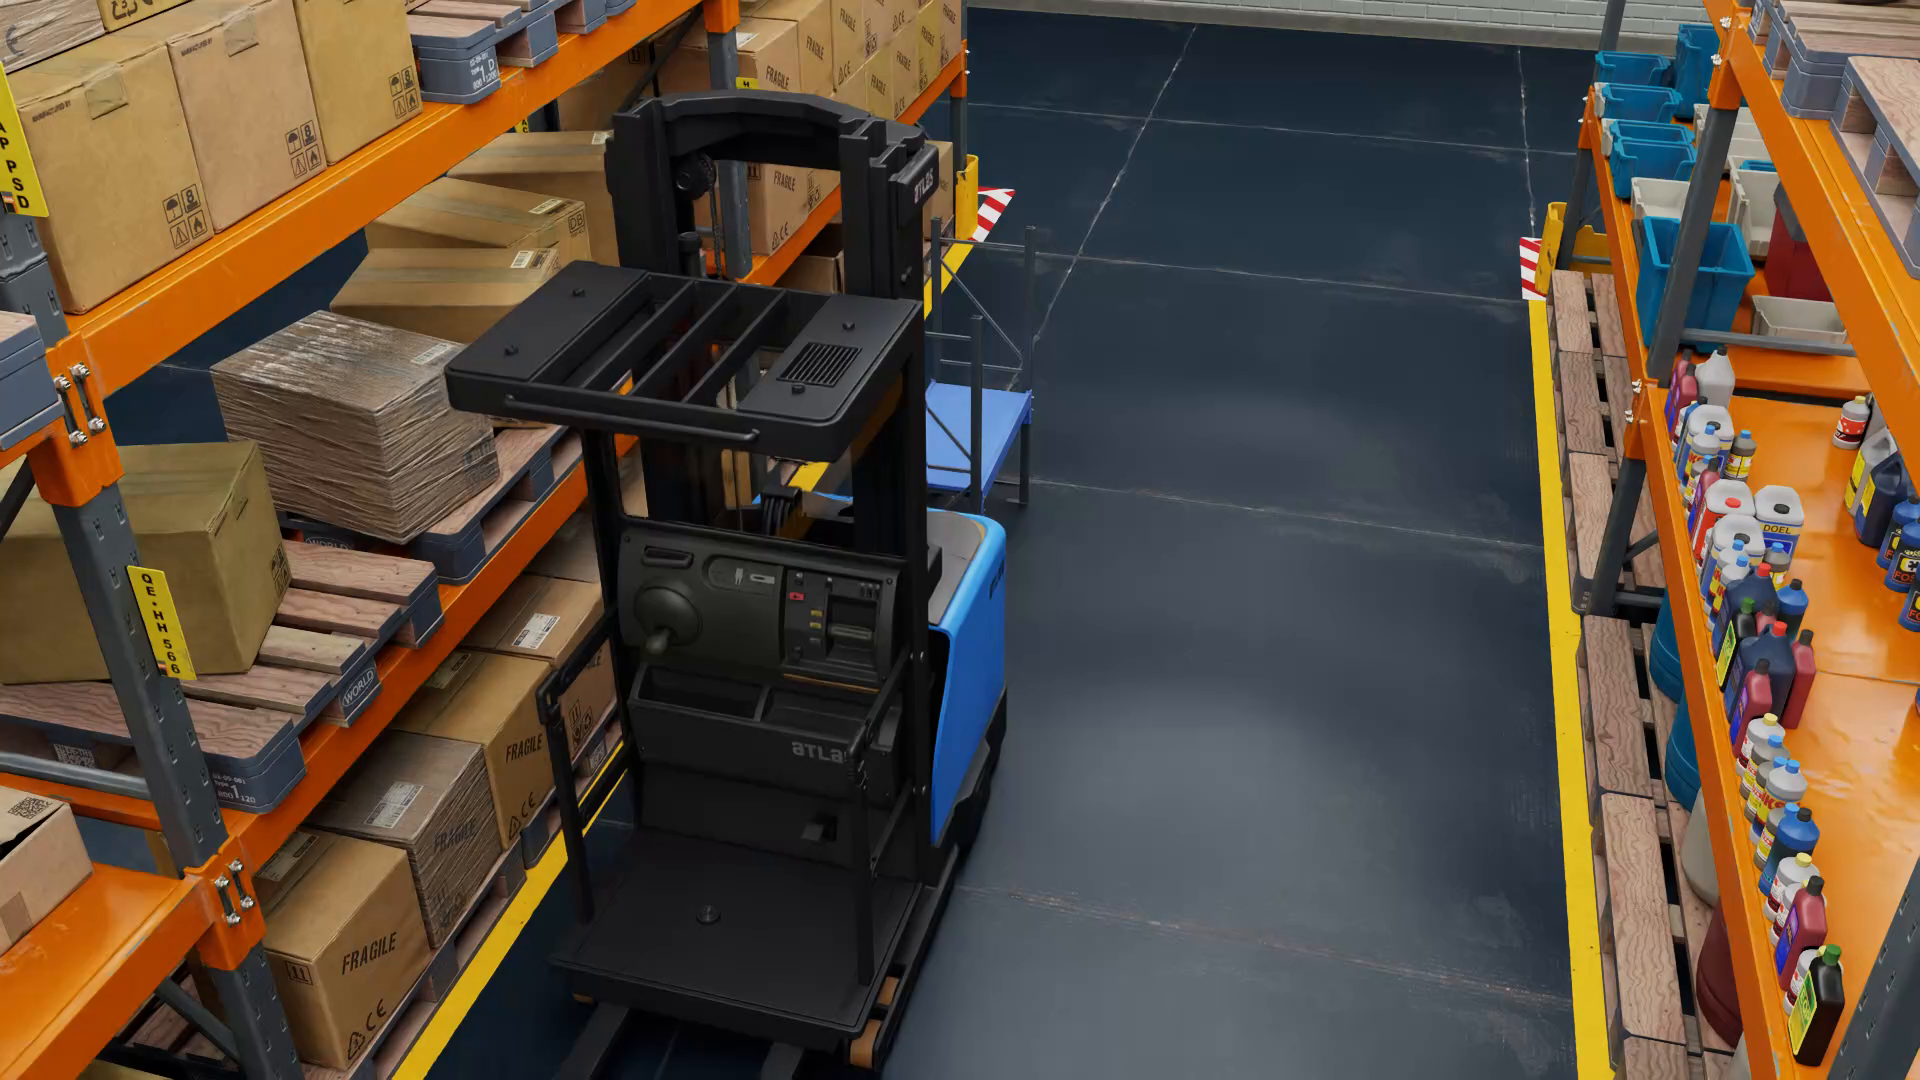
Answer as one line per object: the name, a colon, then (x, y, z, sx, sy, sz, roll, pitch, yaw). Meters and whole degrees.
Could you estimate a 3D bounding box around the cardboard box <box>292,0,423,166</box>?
cardboard box: (-2.142, -1.453, 4.850, 0.910, 0.500, 0.500, 8, 33, 12)

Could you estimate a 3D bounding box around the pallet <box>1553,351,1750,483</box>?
pallet: (3.781, -0.624, 9.035, 1.003, 0.211, 1.213, 8, 33, 12)

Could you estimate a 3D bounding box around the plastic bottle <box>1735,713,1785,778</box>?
plastic bottle: (2.278, 0.582, 4.724, 0.097, 0.201, 0.097, 0, 32, 0)

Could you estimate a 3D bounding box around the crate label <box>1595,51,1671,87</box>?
crate label: (3.958, -2.726, 9.842, 0.416, 0.233, 0.303, 8, 33, 12)

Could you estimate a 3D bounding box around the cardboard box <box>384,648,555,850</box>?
cardboard box: (-1.830, 0.761, 6.178, 0.500, 0.500, 0.500, 8, 33, 12)

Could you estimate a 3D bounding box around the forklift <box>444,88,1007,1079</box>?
forklift: (-0.704, 0.273, 5.088, 1.130, 2.935, 3.031, 9, 33, 13)

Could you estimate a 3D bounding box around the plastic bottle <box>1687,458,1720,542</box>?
plastic bottle: (2.593, -0.136, 5.777, 0.061, 0.283, 0.133, 8, 33, 12)

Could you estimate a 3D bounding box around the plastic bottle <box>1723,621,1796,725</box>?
plastic bottle: (2.370, 0.380, 4.903, 0.144, 0.351, 0.185, 8, 33, 12)

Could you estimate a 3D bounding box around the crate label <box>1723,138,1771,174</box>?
crate label: (4.173, -2.024, 8.828, 0.396, 0.136, 0.243, 8, 33, 12)

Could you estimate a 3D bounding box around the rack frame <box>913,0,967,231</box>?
rack frame: (-0.451, -3.531, 11.008, 1.000, 3.000, 0.127, 8, 33, 12)

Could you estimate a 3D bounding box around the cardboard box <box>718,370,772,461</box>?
cardboard box: (-1.150, -0.694, 8.643, 0.500, 0.311, 0.500, 8, 33, 12)

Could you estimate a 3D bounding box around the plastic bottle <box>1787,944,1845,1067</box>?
plastic bottle: (1.999, 1.078, 3.867, 0.061, 0.283, 0.133, 8, 33, 12)

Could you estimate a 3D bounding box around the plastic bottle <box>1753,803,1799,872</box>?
plastic bottle: (2.179, 0.784, 4.406, 0.097, 0.201, 0.097, 0, 32, 0)

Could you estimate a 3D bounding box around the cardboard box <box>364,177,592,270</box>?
cardboard box: (-1.916, -1.094, 6.690, 0.700, 0.500, 0.500, 13, 35, 20)

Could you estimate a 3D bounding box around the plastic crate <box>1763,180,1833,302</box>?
plastic crate: (3.793, -1.260, 7.321, 0.402, 0.464, 0.583, 8, 33, 12)

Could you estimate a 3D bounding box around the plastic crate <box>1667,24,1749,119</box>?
plastic crate: (4.435, -2.695, 9.605, 0.616, 0.435, 0.499, 8, 33, 12)

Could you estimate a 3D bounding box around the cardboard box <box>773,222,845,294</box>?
cardboard box: (-0.994, -1.563, 9.829, 0.797, 0.503, 0.637, 8, 33, 12)

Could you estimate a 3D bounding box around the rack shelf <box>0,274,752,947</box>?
rack shelf: (-1.974, -0.114, 6.303, 1.077, 0.370, 4.000, 8, 33, 12)

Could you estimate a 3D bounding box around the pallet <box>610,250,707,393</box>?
pallet: (-1.774, -0.974, 7.165, 1.003, 0.211, 1.213, 8, 33, 12)

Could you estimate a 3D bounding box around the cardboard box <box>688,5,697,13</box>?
cardboard box: (-1.461, -2.483, 8.335, 0.500, 0.500, 0.500, 7, 33, 11)

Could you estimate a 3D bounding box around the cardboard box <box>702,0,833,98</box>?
cardboard box: (-0.944, -2.393, 8.193, 0.500, 0.500, 0.500, 7, 33, 11)

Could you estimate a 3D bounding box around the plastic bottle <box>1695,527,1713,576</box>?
plastic bottle: (2.547, 0.030, 5.591, 0.097, 0.201, 0.097, 0, 32, 0)

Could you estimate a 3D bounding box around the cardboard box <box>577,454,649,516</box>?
cardboard box: (-1.448, -0.035, 7.430, 0.500, 0.500, 0.500, 8, 33, 13)

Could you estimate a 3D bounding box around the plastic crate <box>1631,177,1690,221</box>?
plastic crate: (3.475, -1.637, 8.219, 0.293, 0.136, 0.466, 8, 33, 12)

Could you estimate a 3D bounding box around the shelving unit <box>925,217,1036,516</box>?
shelving unit: (-0.022, -0.589, 7.778, 0.538, 1.500, 1.048, 8, 33, 12)

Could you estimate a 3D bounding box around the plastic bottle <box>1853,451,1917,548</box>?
plastic bottle: (3.221, -0.160, 5.752, 0.144, 0.351, 0.185, 8, 33, 12)

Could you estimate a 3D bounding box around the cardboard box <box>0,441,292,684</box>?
cardboard box: (-2.430, 0.059, 4.876, 0.700, 0.500, 0.500, -3, 33, -4)

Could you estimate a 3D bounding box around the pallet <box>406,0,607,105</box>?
pallet: (-1.960, -1.774, 5.624, 1.213, 0.211, 1.003, 8, 33, 12)

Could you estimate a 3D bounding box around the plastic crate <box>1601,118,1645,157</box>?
plastic crate: (3.625, -2.178, 9.070, 0.250, 0.136, 0.298, 8, 33, 12)

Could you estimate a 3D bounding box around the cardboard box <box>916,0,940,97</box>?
cardboard box: (-0.430, -3.034, 10.133, 0.500, 0.500, 0.500, 8, 33, 13)

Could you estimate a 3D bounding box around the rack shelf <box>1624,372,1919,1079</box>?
rack shelf: (2.817, 0.563, 5.239, 1.077, 0.370, 4.000, 8, 33, 12)

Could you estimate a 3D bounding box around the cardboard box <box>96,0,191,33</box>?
cardboard box: (-2.235, -1.600, 4.149, 0.500, 0.500, 0.500, 8, 33, 12)

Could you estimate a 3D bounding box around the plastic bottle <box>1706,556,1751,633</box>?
plastic bottle: (2.464, 0.172, 5.304, 0.097, 0.271, 0.097, 0, 32, 0)

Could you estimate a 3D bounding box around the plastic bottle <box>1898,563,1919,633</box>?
plastic bottle: (3.098, 0.158, 5.325, 0.097, 0.271, 0.097, 0, 32, 0)

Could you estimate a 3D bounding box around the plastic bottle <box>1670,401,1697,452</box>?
plastic bottle: (2.773, -0.431, 6.317, 0.097, 0.201, 0.097, 0, 32, 0)

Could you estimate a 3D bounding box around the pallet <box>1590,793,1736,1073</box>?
pallet: (2.780, 1.428, 5.807, 1.003, 0.211, 1.213, 8, 33, 12)

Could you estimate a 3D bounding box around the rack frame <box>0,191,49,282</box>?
rack frame: (-2.481, -1.911, 2.868, 1.000, 3.000, 0.127, 8, 33, 12)

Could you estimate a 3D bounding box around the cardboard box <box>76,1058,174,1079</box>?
cardboard box: (-2.376, 1.672, 4.472, 0.500, 0.311, 0.500, 9, 34, 14)

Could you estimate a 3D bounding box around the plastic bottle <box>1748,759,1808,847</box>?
plastic bottle: (2.203, 0.704, 4.466, 0.097, 0.271, 0.097, 0, 32, 0)

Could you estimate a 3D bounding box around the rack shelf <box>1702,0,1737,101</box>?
rack shelf: (3.832, -2.779, 7.700, 1.077, 0.370, 4.000, 8, 33, 12)

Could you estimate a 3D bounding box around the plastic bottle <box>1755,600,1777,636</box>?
plastic bottle: (2.429, 0.328, 5.046, 0.061, 0.283, 0.133, 8, 33, 12)

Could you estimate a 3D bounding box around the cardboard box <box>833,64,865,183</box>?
cardboard box: (-0.817, -2.250, 8.900, 0.500, 0.500, 0.500, 8, 33, 12)

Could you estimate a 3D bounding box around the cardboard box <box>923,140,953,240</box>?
cardboard box: (-0.351, -2.346, 11.064, 0.500, 0.500, 0.500, 8, 33, 12)

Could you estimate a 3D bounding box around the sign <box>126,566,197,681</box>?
sign: (-1.943, 0.206, 4.051, 0.100, 0.325, 0.005, 8, 33, 12)

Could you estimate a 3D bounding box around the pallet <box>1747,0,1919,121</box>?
pallet: (3.220, -1.545, 5.264, 1.213, 0.211, 1.003, 8, 33, 12)

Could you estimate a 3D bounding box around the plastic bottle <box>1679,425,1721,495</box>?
plastic bottle: (2.689, -0.290, 6.030, 0.097, 0.271, 0.097, 0, 32, 0)

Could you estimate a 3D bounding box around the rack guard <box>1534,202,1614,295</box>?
rack guard: (4.333, -1.814, 10.637, 1.175, 0.500, 0.348, 8, 33, 12)

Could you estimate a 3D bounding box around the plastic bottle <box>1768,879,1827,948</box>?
plastic bottle: (2.105, 0.936, 4.167, 0.097, 0.201, 0.097, 0, 32, 0)

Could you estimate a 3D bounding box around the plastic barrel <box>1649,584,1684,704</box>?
plastic barrel: (3.170, 0.210, 6.689, 0.600, 0.901, 0.708, 8, 33, 12)

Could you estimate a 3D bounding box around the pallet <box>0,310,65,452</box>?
pallet: (-2.567, -0.201, 3.151, 1.213, 0.211, 1.003, 10, 34, 15)

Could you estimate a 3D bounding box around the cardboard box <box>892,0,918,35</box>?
cardboard box: (-0.552, -3.195, 9.454, 0.500, 0.500, 0.500, 9, 34, 14)

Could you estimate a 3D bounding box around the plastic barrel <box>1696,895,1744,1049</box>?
plastic barrel: (2.703, 1.295, 5.273, 0.600, 0.588, 0.708, 8, 33, 12)

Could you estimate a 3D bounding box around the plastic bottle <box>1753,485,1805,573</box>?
plastic bottle: (2.750, -0.037, 5.628, 0.152, 0.276, 0.135, 8, 33, 12)

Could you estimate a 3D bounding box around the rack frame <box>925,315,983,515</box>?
rack frame: (-0.151, -0.325, 7.363, 0.500, 1.500, 0.032, 8, 33, 12)
